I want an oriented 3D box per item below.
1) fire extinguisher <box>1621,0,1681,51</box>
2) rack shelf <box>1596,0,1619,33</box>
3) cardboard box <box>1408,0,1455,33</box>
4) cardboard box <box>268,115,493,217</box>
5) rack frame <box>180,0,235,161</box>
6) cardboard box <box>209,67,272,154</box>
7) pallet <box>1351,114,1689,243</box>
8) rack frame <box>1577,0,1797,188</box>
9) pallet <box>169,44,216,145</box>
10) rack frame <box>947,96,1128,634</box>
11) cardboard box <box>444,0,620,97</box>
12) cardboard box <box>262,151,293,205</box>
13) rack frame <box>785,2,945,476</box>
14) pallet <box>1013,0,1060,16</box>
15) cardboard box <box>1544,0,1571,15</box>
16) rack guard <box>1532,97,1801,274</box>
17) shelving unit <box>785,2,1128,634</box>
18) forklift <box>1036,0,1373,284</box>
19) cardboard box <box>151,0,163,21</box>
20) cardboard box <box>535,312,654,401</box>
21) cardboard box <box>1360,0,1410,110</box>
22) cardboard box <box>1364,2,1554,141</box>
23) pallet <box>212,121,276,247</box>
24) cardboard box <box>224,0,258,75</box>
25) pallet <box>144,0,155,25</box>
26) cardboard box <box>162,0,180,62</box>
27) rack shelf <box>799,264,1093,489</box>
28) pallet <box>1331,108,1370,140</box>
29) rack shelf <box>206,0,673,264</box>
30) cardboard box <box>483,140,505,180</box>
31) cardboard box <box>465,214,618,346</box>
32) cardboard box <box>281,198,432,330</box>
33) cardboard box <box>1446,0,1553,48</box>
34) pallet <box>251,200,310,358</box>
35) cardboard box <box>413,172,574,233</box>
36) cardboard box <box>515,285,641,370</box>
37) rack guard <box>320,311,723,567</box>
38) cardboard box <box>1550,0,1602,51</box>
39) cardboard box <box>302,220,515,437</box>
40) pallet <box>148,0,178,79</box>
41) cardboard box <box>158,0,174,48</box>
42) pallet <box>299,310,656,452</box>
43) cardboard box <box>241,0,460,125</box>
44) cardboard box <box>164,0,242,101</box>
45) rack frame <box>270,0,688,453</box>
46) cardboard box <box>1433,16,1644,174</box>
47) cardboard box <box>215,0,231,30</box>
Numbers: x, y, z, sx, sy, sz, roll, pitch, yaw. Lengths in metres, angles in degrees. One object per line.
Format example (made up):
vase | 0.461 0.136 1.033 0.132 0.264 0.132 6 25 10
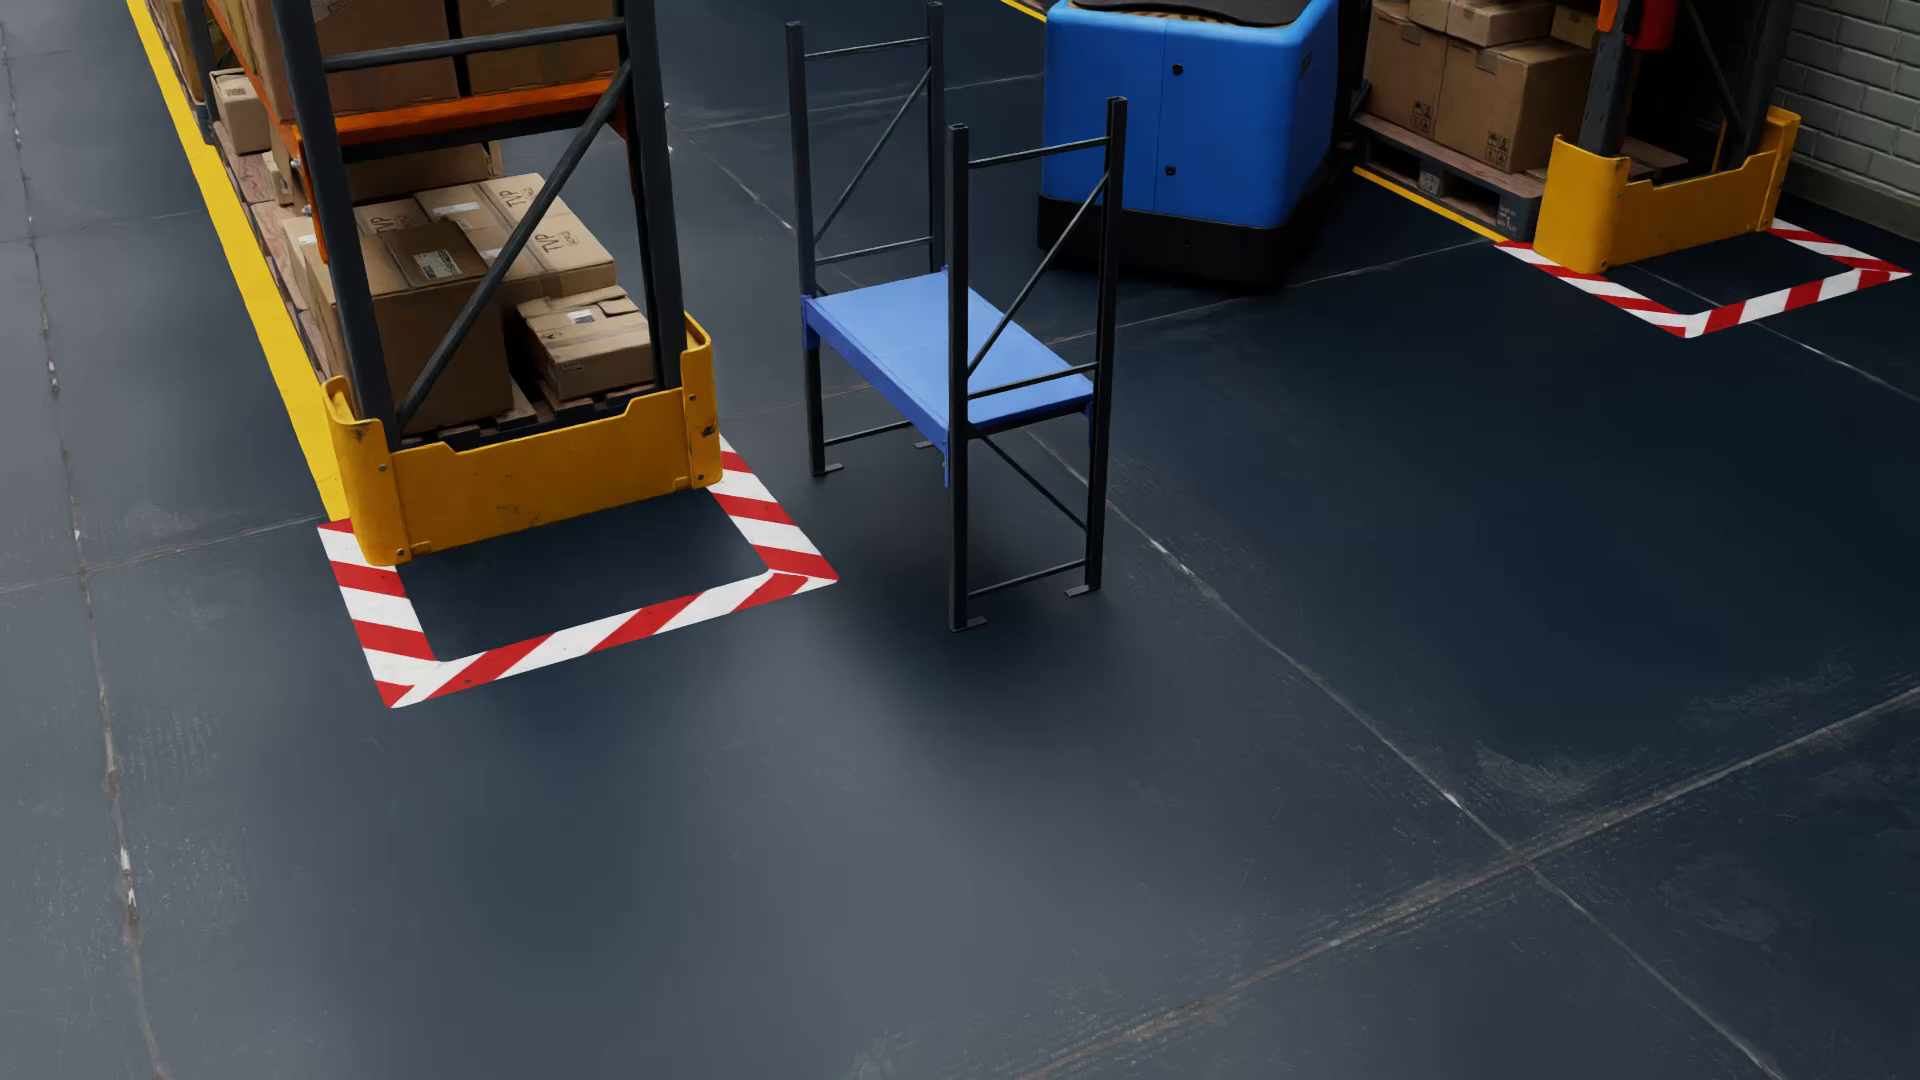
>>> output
fire extinguisher | 2.708 -2.230 6.368 0.296 0.674 0.183 -16 36 -23
rack shelf | 2.113 -3.259 8.224 1.077 0.370 4.000 -16 36 -23
cardboard box | 2.290 -2.452 7.622 0.380 0.149 0.250 -15 36 -22
cardboard box | -2.319 -1.508 6.729 0.797 0.503 0.637 -16 36 -23
rack frame | -3.200 -3.269 7.572 1.000 3.000 0.127 -16 36 -23
cardboard box | -3.196 -2.067 7.781 0.500 0.311 0.500 -16 36 -23
pallet | 2.604 -1.796 7.857 1.003 0.211 1.213 -16 36 -23
rack frame | 3.046 -2.608 6.540 1.000 3.000 0.127 -16 36 -23
pallet | -3.613 -2.474 8.915 1.003 0.211 1.213 -16 36 -23
rack frame | 0.197 -0.430 4.530 0.500 1.500 0.032 -16 36 -23
cardboard box | -1.309 -1.680 5.000 0.500 0.500 0.500 -15 36 -22
cardboard box | -2.783 -1.596 7.180 0.380 0.166 0.250 -16 36 -23
rack frame | -0.277 -0.915 5.288 0.500 1.500 0.032 -16 36 -23
pallet | 0.754 -3.692 10.817 1.003 0.211 1.213 -16 36 -23
cardboard box | 2.629 -2.546 7.771 0.380 0.149 0.250 -16 36 -23
rack guard | 3.057 -1.544 7.196 1.175 0.500 0.348 -16 36 -23
shelving unit | -0.040 -0.672 4.909 0.538 1.500 1.048 -16 36 -23
forklift | 1.341 -3.054 7.300 1.130 2.935 3.031 12 35 18
cardboard box | -4.379 -3.285 9.506 0.500 0.500 0.500 -17 36 -25
cardboard box | -1.226 -0.631 5.690 0.380 0.149 0.250 -16 36 -23
cardboard box | 2.162 -2.520 8.330 0.700 0.500 0.500 -17 36 -25
cardboard box | 2.397 -2.280 7.956 0.700 0.500 0.500 -16 36 -23
pallet | -2.881 -1.767 7.812 1.003 0.211 1.213 -16 36 -23
cardboard box | -2.030 -1.794 5.177 0.500 0.500 0.500 -16 36 -23
pallet | -4.750 -3.638 10.733 1.003 0.211 1.213 -16 36 -23
cardboard box | -3.907 -2.803 8.754 0.500 0.500 0.500 -16 36 -23
rack shelf | -0.040 -0.521 5.006 0.538 0.185 1.000 -16 36 -23
pallet | 2.039 -2.377 8.765 1.003 0.211 1.213 -16 36 -23
rack shelf | -2.267 -2.012 6.276 1.077 0.370 4.000 -16 36 -23
cardboard box | -2.334 -1.764 7.307 0.500 0.311 0.500 -16 36 -23
cardboard box | -1.571 -0.957 6.104 0.500 0.250 0.500 -16 36 -23
cardboard box | -2.223 -1.046 6.243 0.500 0.250 0.500 -16 36 -23
cardboard box | 2.410 -2.330 7.432 0.380 0.149 0.250 -16 36 -24
pallet | -2.308 -1.184 6.902 1.003 0.211 1.213 -16 36 -23
cardboard box | -1.804 -1.196 6.477 0.500 0.250 0.500 -16 36 -23
cardboard box | -1.343 -0.758 5.871 0.380 0.166 0.250 -16 36 -23
rack guard | -1.370 -0.344 5.323 1.175 0.500 0.348 -16 36 -23
cardboard box | 2.866 -2.305 7.394 0.380 0.149 0.250 -16 36 -23
cardboard box | -1.806 -0.690 5.456 0.500 0.500 0.500 -16 36 -23
pallet | -4.185 -3.057 9.825 1.003 0.211 1.213 -16 36 -23
cardboard box | -4.140 -3.043 9.128 0.500 0.500 0.500 -15 36 -23
pallet | -1.743 -0.602 5.995 1.003 0.211 1.213 -16 36 -23
cardboard box | -1.785 -1.548 4.792 0.500 0.500 0.500 -15 35 -22
cardboard box | -3.684 -2.565 8.383 0.500 0.500 0.500 -16 36 -23
rack frame | -1.335 -1.360 4.592 1.000 3.000 0.127 -16 36 -23
cardboard box | 2.631 -2.041 7.583 0.700 0.500 0.500 -16 36 -23
cardboard box | -2.257 -2.034 5.551 0.500 0.500 0.500 -16 36 -23
